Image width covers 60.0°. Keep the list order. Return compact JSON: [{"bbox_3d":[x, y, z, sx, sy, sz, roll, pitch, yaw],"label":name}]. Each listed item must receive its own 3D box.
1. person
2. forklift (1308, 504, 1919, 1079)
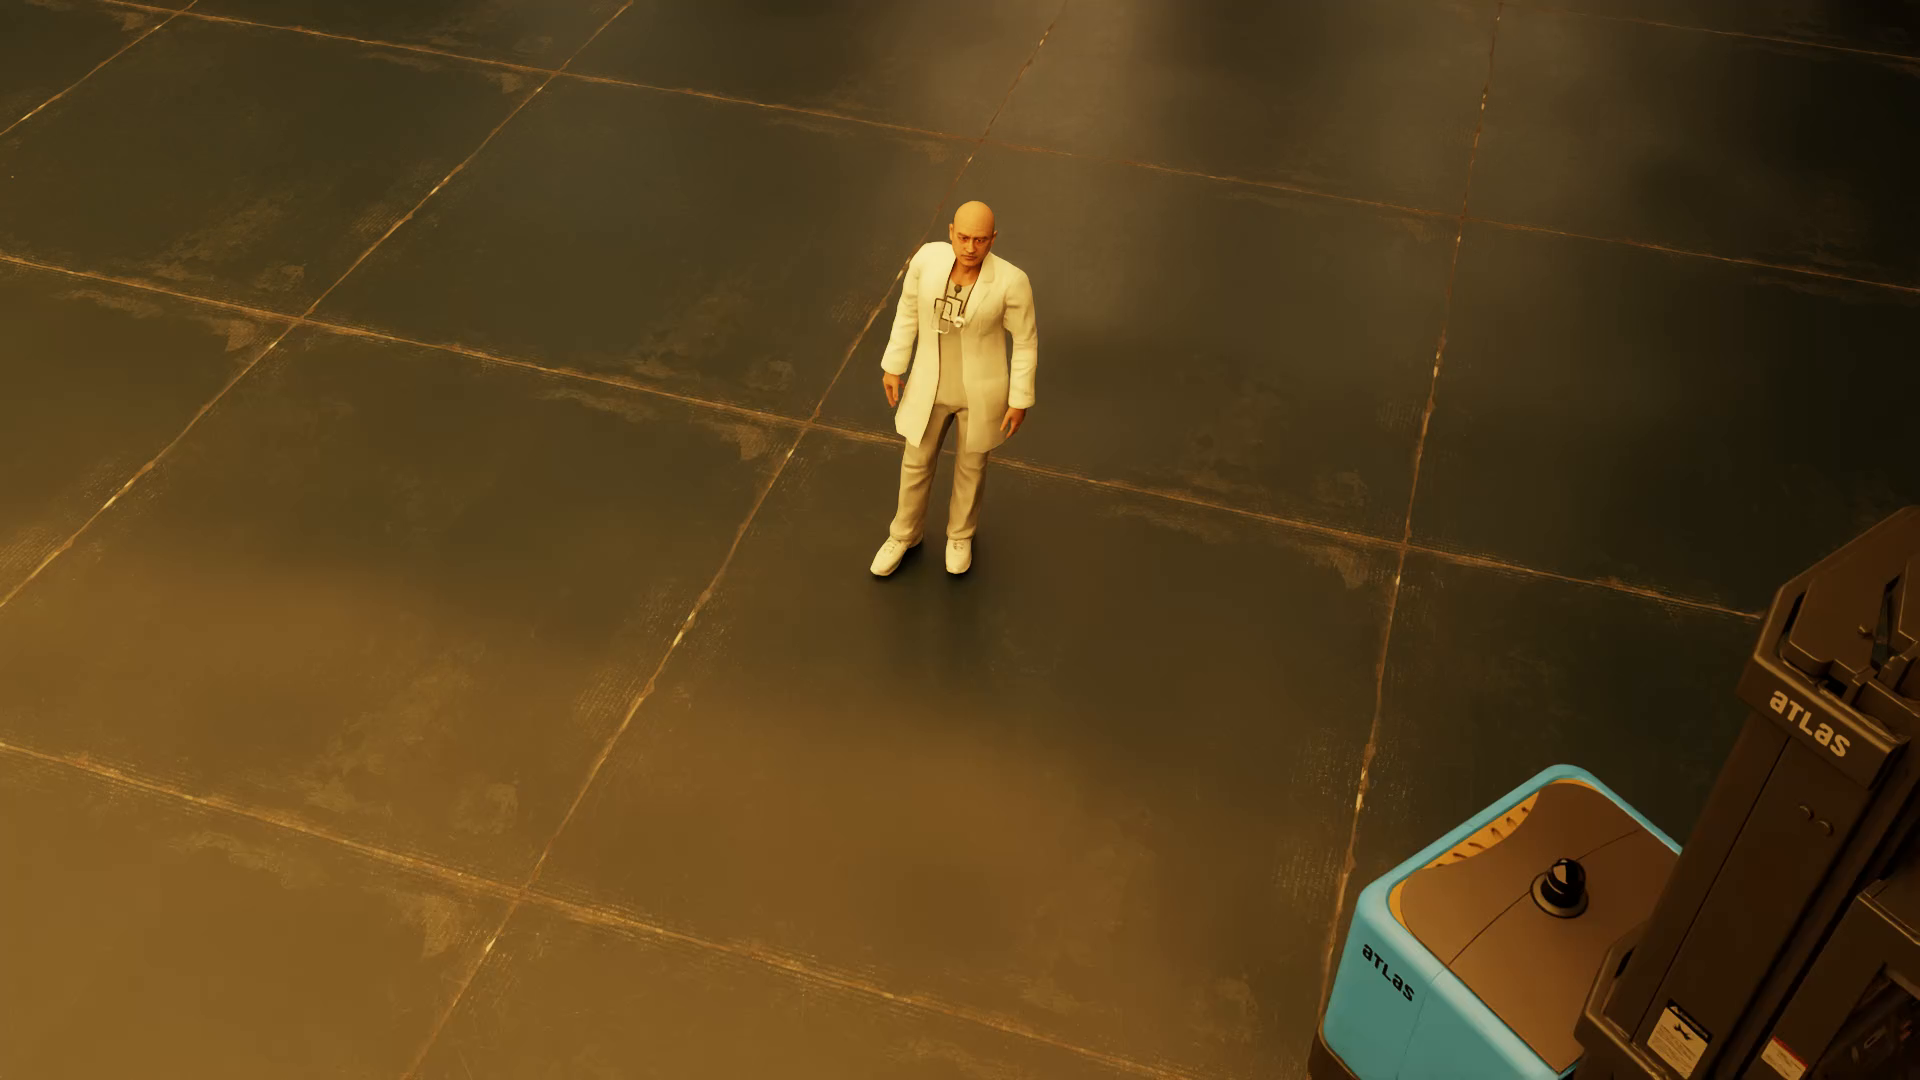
[{"bbox_3d":[-0.032,-0.599,7.168,0.696,1.776,0.581,12,44,13],"label":"person"},{"bbox_3d":[2.455,1.443,4.138,1.130,2.935,3.031,-25,48,-25],"label":"forklift"}]
